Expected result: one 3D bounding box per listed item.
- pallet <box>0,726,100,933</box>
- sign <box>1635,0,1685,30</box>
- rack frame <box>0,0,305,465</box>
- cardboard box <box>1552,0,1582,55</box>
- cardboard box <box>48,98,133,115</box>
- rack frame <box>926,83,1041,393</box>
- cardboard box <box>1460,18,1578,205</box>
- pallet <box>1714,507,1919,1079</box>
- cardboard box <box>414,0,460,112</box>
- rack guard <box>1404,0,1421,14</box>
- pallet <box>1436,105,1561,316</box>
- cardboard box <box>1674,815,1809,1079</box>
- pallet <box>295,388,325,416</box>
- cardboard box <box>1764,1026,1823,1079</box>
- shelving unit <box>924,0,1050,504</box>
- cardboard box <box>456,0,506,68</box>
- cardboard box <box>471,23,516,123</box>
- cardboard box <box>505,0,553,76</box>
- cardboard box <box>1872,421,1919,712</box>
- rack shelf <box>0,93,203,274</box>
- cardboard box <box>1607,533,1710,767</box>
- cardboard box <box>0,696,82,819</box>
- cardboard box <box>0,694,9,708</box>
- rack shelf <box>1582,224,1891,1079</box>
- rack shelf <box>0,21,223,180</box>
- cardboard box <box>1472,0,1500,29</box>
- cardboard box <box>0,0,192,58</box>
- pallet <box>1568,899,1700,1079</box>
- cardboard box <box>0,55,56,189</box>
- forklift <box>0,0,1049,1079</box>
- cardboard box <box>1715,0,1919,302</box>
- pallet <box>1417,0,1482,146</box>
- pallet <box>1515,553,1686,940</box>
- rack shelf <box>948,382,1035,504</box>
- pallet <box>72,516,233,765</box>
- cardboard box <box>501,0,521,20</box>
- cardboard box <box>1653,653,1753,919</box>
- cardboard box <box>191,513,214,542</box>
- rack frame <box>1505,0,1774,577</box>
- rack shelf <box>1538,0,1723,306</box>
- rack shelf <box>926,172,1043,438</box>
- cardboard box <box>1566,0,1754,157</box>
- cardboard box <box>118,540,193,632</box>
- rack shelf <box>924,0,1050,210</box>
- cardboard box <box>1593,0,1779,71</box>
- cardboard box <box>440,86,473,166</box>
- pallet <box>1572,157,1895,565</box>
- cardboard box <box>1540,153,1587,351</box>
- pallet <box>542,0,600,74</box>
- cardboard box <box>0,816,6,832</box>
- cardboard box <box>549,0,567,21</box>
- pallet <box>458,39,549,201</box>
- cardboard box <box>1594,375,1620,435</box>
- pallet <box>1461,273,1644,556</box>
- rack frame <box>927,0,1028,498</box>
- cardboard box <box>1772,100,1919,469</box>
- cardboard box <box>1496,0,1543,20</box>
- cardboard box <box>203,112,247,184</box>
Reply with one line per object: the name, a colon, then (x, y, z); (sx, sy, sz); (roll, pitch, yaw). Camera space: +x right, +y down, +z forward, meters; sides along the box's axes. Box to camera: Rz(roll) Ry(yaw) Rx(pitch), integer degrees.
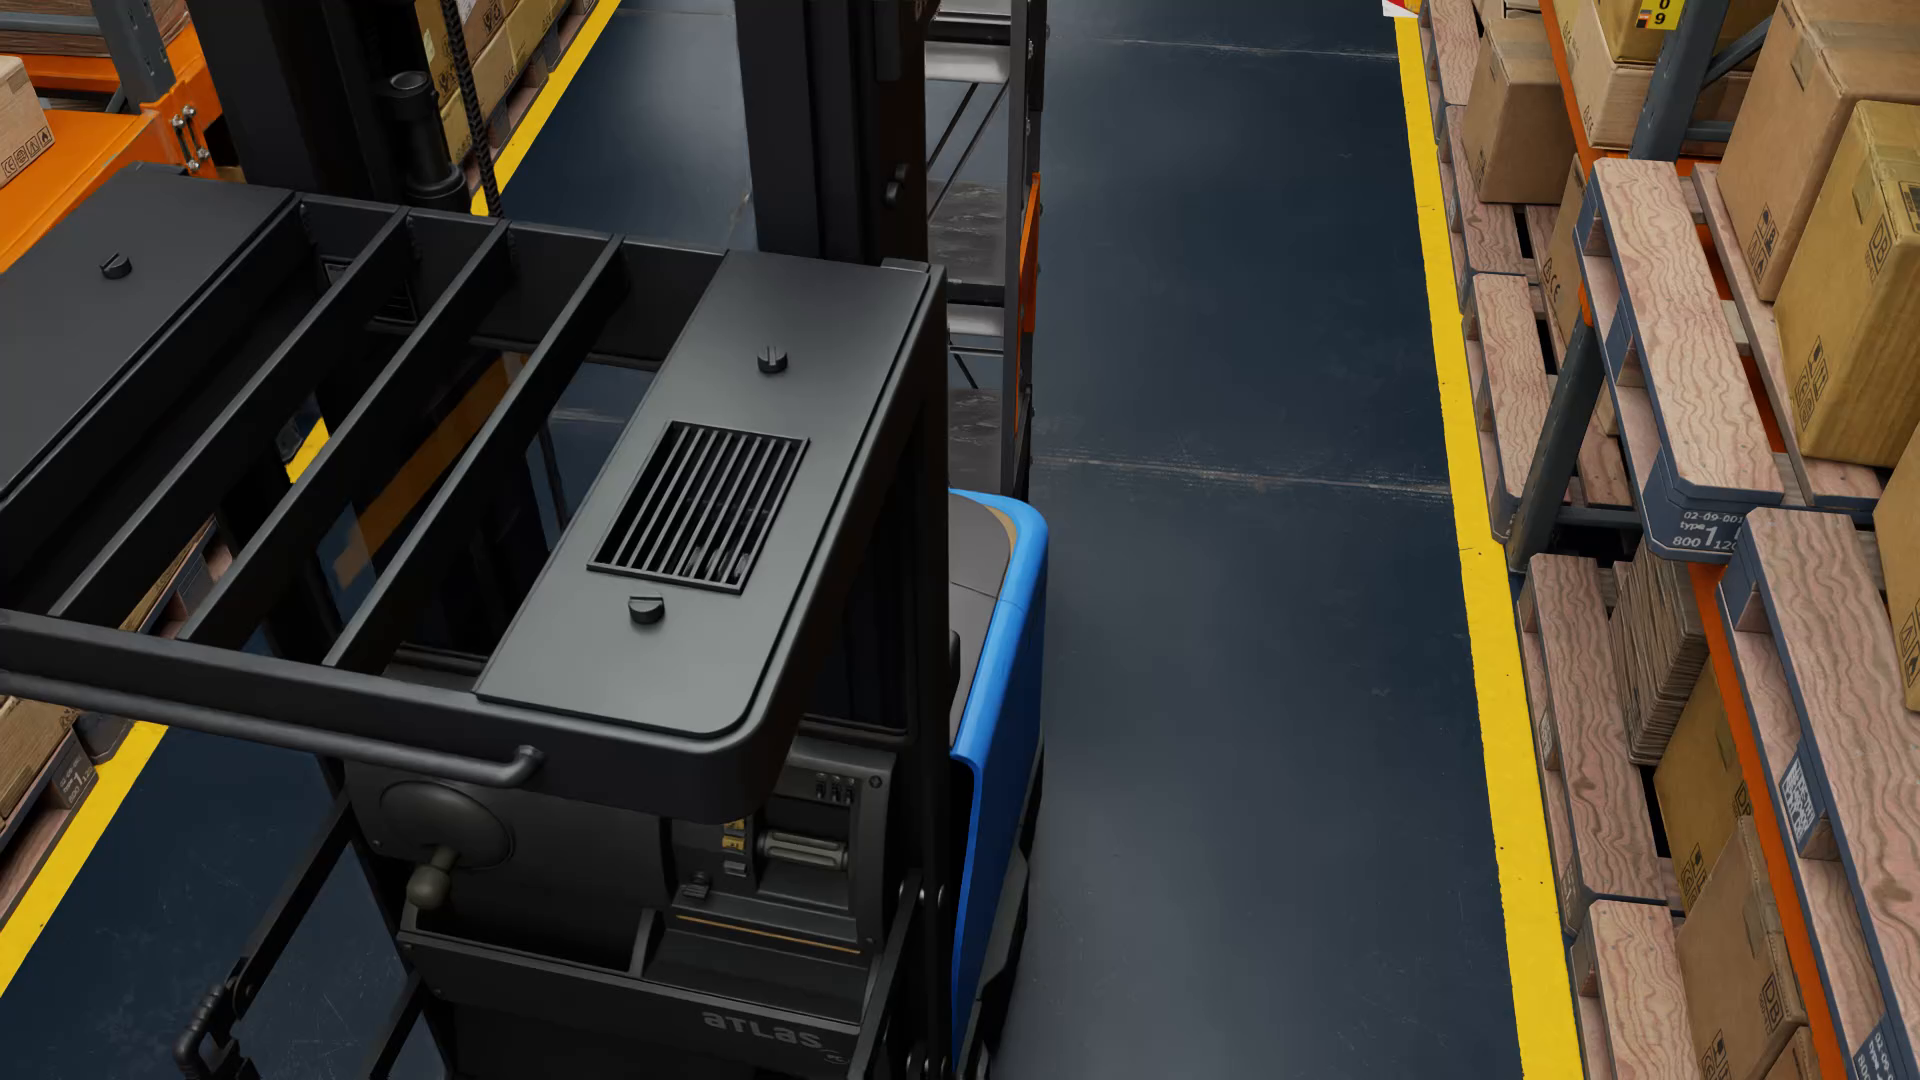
pallet: (-2.929, 0.925, 4.119); (1.003, 0.211, 1.213); (5, 44, 6)
sign: (1.661, -1.337, 3.851); (0.100, 0.325, 0.005); (5, 44, 6)
rack frame: (-2.711, -1.427, 4.575); (1.000, 3.000, 0.127); (5, 44, 6)
cardboard box: (2.036, -1.621, 4.875); (0.500, 0.250, 0.500); (5, 44, 6)
cardboard box: (-2.789, -1.529, 5.832); (0.500, 0.500, 0.500); (5, 44, 6)
rack frame: (0.010, -0.816, 4.585); (0.400, 2.100, 0.015); (5, 44, 6)
cardboard box: (2.326, -1.610, 6.266); (0.700, 0.500, 0.500); (3, 44, 3)
pallet: (1.892, 0.464, 2.718); (1.003, 0.211, 1.213); (5, 44, 6)
cardboard box: (-2.207, -1.822, 6.142); (0.500, 0.500, 0.500); (5, 44, 6)
rack guard: (2.718, -2.745, 7.786); (1.175, 0.500, 0.348); (5, 44, 6)
pallet: (2.412, -1.261, 6.428); (1.003, 0.211, 1.213); (5, 44, 6)
cardboard box: (1.993, 0.973, 3.539); (0.700, 0.500, 0.500); (6, 44, 6)
pallet: (-2.564, -0.952, 6.102); (1.003, 0.211, 1.213); (5, 44, 6)
cardboard box: (1.935, 1.318, 3.174); (0.700, 0.500, 0.500); (5, 44, 5)
shelving unit: (-0.022, -0.650, 4.409); (0.431, 2.100, 0.503); (5, 44, 6)
cardboard box: (-2.143, -2.163, 6.502); (0.500, 0.500, 0.500); (5, 44, 6)
cardboard box: (-2.147, -1.891, 6.760); (0.500, 0.250, 0.500); (5, 44, 6)
cardboard box: (-2.079, -2.232, 7.120); (0.500, 0.250, 0.500); (5, 44, 6)
cardboard box: (1.961, 0.001, 2.675); (0.700, 0.500, 0.500); (11, 45, 11)
rack shelf: (-2.975, 0.198, 3.383); (1.077, 0.370, 4.000); (5, 44, 6)
cardboard box: (2.119, 0.272, 4.279); (0.700, 0.500, 0.500); (7, 44, 7)
cardboard box: (-2.614, 0.422, 4.318); (0.500, 0.250, 0.500); (6, 44, 6)
cardboard box: (-2.611, 0.213, 4.130); (0.500, 0.311, 0.500); (5, 44, 5)
rack shelf: (1.935, 0.645, 2.910); (1.077, 0.370, 4.000); (5, 44, 6)
rack shelf: (-2.447, -2.528, 6.262); (1.077, 0.370, 4.000); (5, 44, 6)
cardboard box: (2.548, -2.425, 7.265); (0.500, 0.311, 0.500); (1, 43, 1)
cardboard box: (-2.659, -1.766, 4.861); (0.700, 0.500, 0.500); (4, 44, 4)
pallet: (1.939, 1.398, 3.620); (1.003, 0.211, 1.213); (5, 44, 6)
cardboard box: (-2.733, -1.033, 4.268); (0.500, 0.250, 0.500); (8, 44, 8)
forklift: (-0.611, 0.542, 2.546); (1.130, 2.935, 3.031); (9, 44, 9)
cardboard box: (2.099, -0.831, 3.553); (0.700, 0.500, 0.500); (5, 44, 6)
pallet: (2.576, -2.090, 7.304); (1.003, 0.211, 1.213); (5, 44, 6)
pallet: (2.098, 0.564, 4.500); (1.003, 0.211, 1.213); (5, 44, 6)
rack shelf: (-0.022, -0.131, 4.900); (0.431, 0.518, 0.480); (5, 44, 6)
pallet: (-2.770, 0.092, 5.000); (1.003, 0.211, 1.213); (5, 44, 6)
cardboard box: (-2.076, -2.504, 6.862); (0.500, 0.500, 0.500); (5, 44, 6)
cardboard box: (2.100, 0.629, 3.902); (0.700, 0.500, 0.500); (4, 44, 5)
cardboard box: (-2.479, -0.272, 5.050); (0.500, 0.250, 0.500); (5, 44, 5)
rack frame: (2.200, -0.979, 4.102); (1.000, 3.000, 0.127); (5, 44, 6)
rack shelf: (2.464, -2.081, 5.789); (1.077, 0.370, 4.000); (5, 44, 6)
rack shelf: (-0.022, -0.640, 4.418); (0.431, 0.518, 0.480); (5, 44, 6)
cardboard box: (1.962, -1.282, 4.517); (0.500, 0.250, 0.500); (5, 44, 6)
cardboard box: (-2.547, 0.073, 4.686); (0.500, 0.250, 0.500); (5, 44, 5)
rack shelf: (-0.022, -1.148, 3.937); (0.431, 0.518, 0.480); (5, 44, 6)
cardboard box: (1.956, -1.554, 4.259); (0.500, 0.500, 0.500); (5, 44, 5)
cardboard box: (-2.207, -1.550, 6.399); (0.500, 0.250, 0.500); (5, 44, 6)
pallet: (1.954, -0.402, 3.632); (1.003, 0.211, 1.213); (5, 44, 6)
cardboard box: (2.297, -0.942, 5.561); (0.500, 0.500, 0.500); (2, 43, 2)
pallet: (-2.242, -2.615, 7.858); (1.003, 0.211, 1.213); (5, 44, 6)
cardboard box: (-2.683, 0.768, 3.951); (0.500, 0.250, 0.500); (6, 44, 6)
cardboard box: (-2.014, -2.573, 7.480); (0.500, 0.250, 0.500); (5, 44, 6)
pallet: (-2.406, -1.786, 6.983); (1.003, 0.211, 1.213); (5, 44, 6)
cardboard box: (2.241, -0.477, 5.313); (0.380, 0.166, 0.250); (0, 43, 0)
pallet: (2.253, -0.427, 5.548); (1.003, 0.211, 1.213); (5, 44, 6)
rack frame: (-0.054, -0.483, 4.233); (0.400, 2.100, 0.015); (5, 44, 6)
cardboard box: (2.018, -0.451, 3.152); (0.700, 0.500, 0.500); (9, 44, 10)
cardboard box: (2.472, -2.036, 6.855); (0.500, 0.311, 0.500); (9, 44, 9)
cardboard box: (-2.339, -1.141, 5.422); (0.500, 0.500, 0.500); (5, 44, 6)
